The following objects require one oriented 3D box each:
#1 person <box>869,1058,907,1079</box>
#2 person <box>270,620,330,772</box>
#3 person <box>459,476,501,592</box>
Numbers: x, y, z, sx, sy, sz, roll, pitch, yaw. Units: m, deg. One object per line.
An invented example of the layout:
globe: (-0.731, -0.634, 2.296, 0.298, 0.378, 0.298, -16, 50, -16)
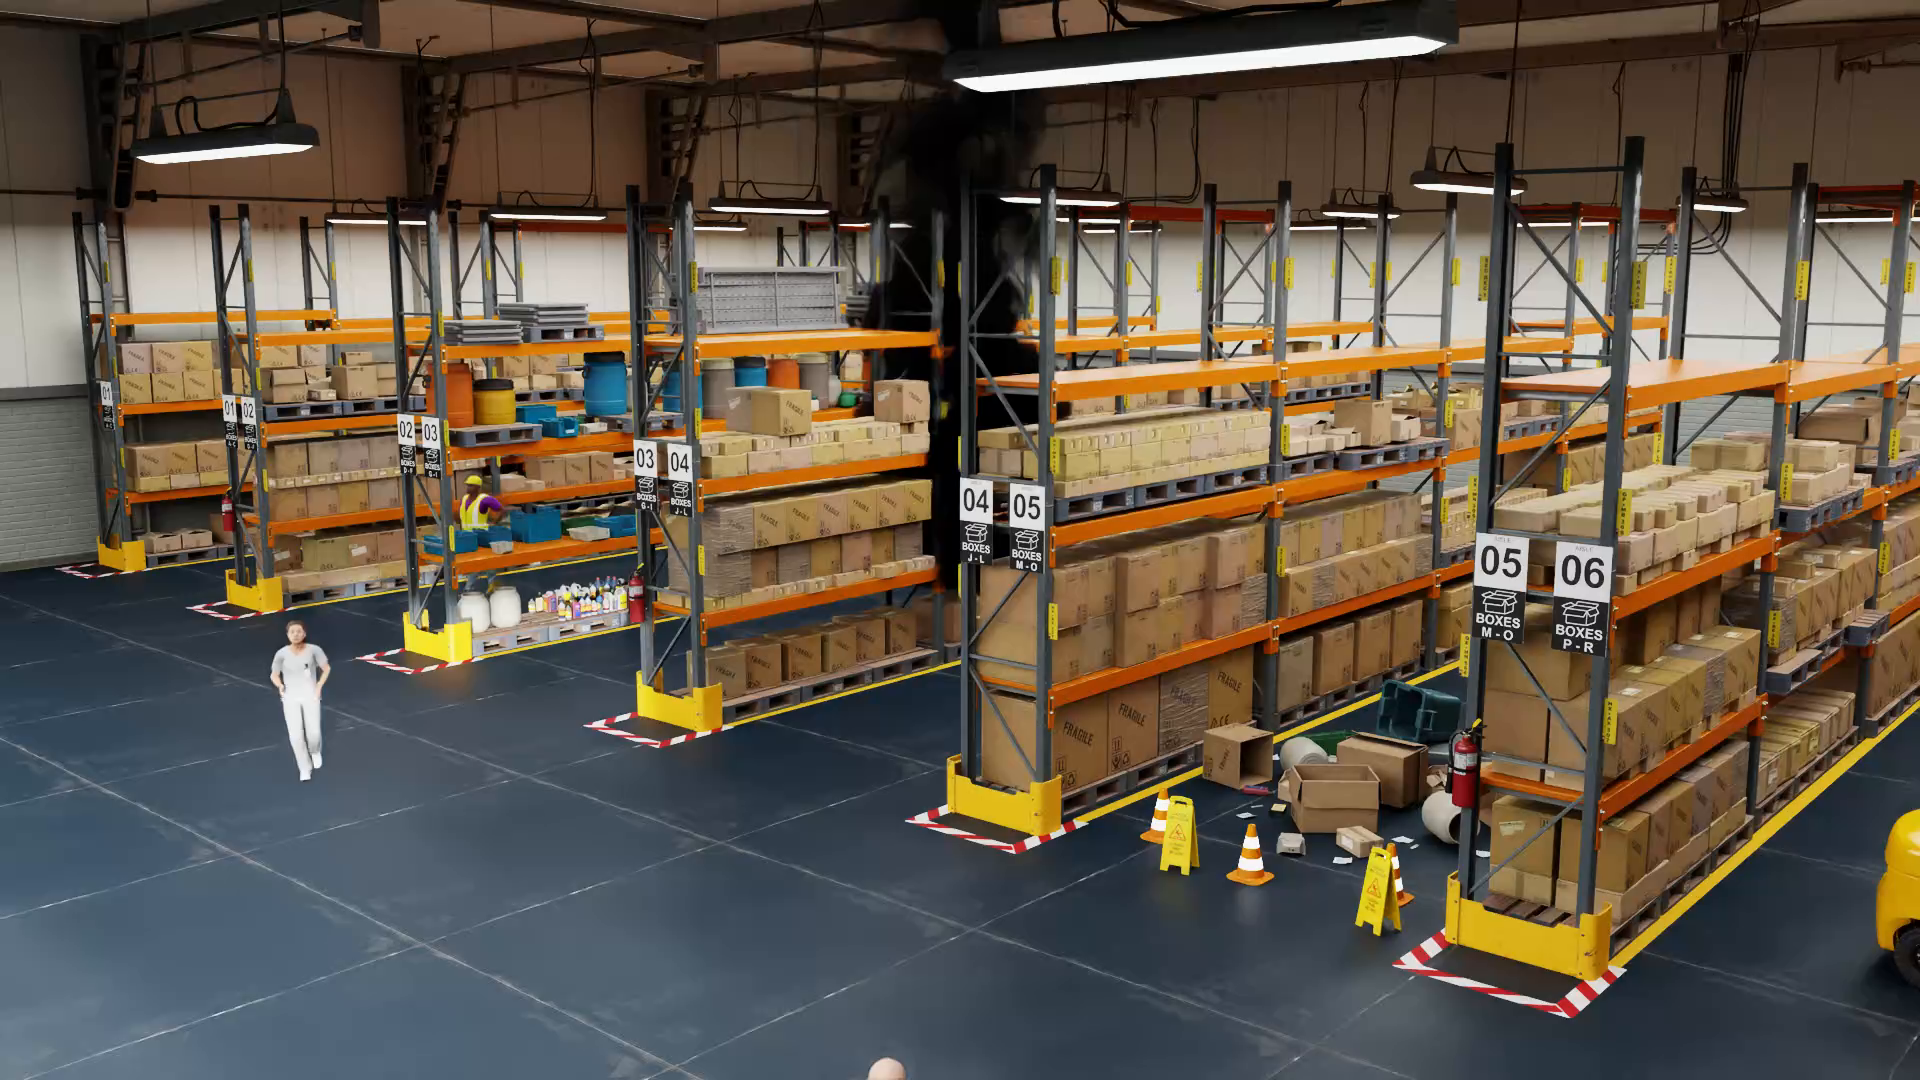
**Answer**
person: (-0.336, 3.123, 7.395, 0.650, 1.715, 0.653, -1, 10, -6)
person: (-6.614, 1.585, 16.686, 0.560, 1.569, 0.526, -3, 10, -17)
person: (-7.060, -0.111, 24.348, 0.664, 1.683, 0.731, 6, 11, 33)
